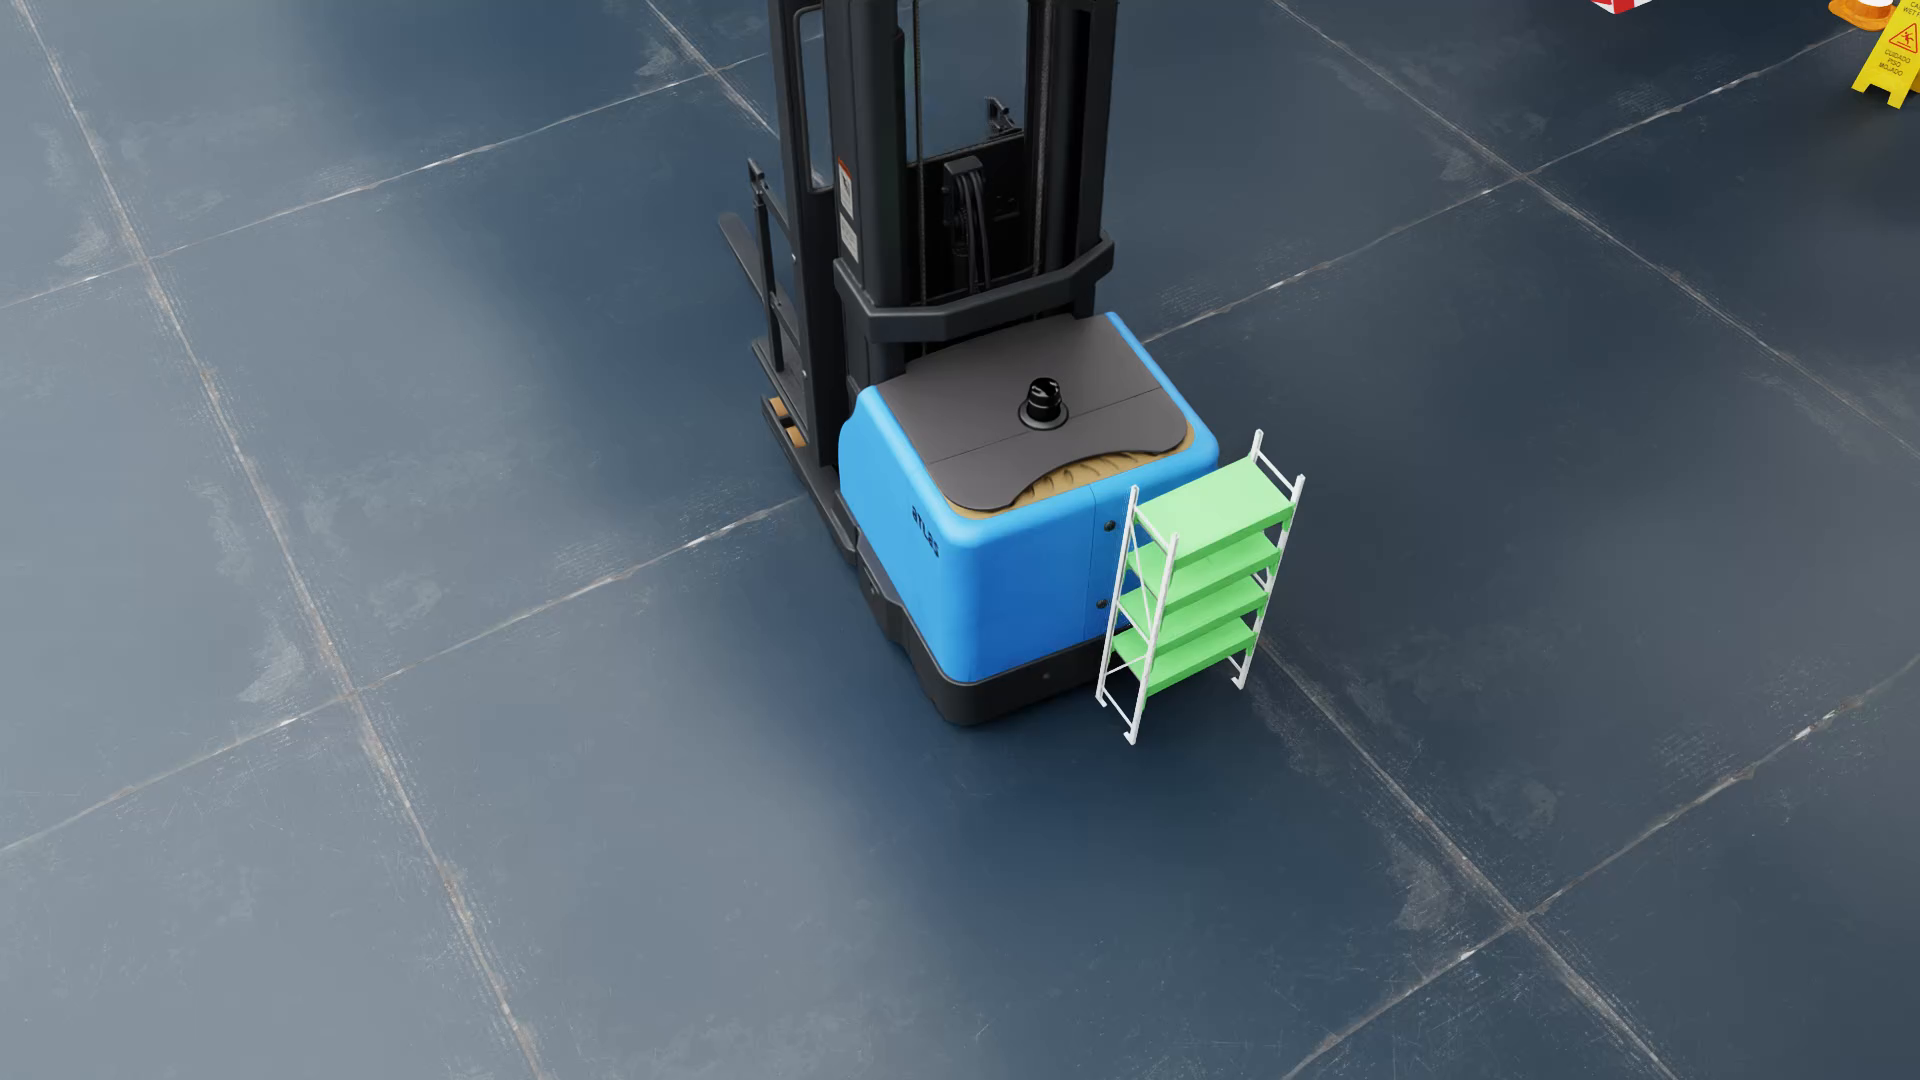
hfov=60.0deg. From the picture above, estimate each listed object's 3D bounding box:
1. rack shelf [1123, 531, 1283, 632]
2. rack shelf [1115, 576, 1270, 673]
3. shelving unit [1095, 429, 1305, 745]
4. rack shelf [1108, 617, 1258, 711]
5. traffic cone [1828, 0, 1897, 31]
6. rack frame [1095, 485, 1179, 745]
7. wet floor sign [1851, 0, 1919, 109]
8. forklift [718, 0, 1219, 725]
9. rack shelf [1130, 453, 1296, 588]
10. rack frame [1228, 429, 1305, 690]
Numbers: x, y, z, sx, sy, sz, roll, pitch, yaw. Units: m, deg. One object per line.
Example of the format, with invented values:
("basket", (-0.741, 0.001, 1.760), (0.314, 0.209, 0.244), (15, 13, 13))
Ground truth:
("rack shelf", (0.803, 0.082, 5.573), (0.480, 0.148, 0.258), (-24, 56, -20))
("rack shelf", (0.796, 0.232, 5.760), (0.480, 0.148, 0.258), (-24, 56, -20))
("shelving unit", (0.798, 0.192, 5.710), (0.503, 1.200, 0.258), (-24, 56, -20))
("rack shelf", (0.788, 0.382, 5.948), (0.480, 0.148, 0.258), (-24, 56, -20))
("traffic cone", (5.085, -3.116, 9.160), (0.334, 0.463, 0.336), (-25, 53, -21))
("rack frame", (0.588, 0.285, 5.628), (0.015, 1.200, 0.240), (-24, 56, -20))
("wet floor sign", (4.910, -2.600, 8.578), (0.232, 0.644, 0.267), (-34, 57, -27))
("forklift", (-0.189, -1.422, 5.999), (1.130, 2.935, 3.031), (-19, 51, -16))
("rack shelf", (0.810, -0.067, 5.385), (0.480, 0.148, 0.258), (-24, 56, -20))
("rack frame", (1.008, 0.099, 5.793), (0.015, 1.200, 0.240), (-24, 56, -20))
